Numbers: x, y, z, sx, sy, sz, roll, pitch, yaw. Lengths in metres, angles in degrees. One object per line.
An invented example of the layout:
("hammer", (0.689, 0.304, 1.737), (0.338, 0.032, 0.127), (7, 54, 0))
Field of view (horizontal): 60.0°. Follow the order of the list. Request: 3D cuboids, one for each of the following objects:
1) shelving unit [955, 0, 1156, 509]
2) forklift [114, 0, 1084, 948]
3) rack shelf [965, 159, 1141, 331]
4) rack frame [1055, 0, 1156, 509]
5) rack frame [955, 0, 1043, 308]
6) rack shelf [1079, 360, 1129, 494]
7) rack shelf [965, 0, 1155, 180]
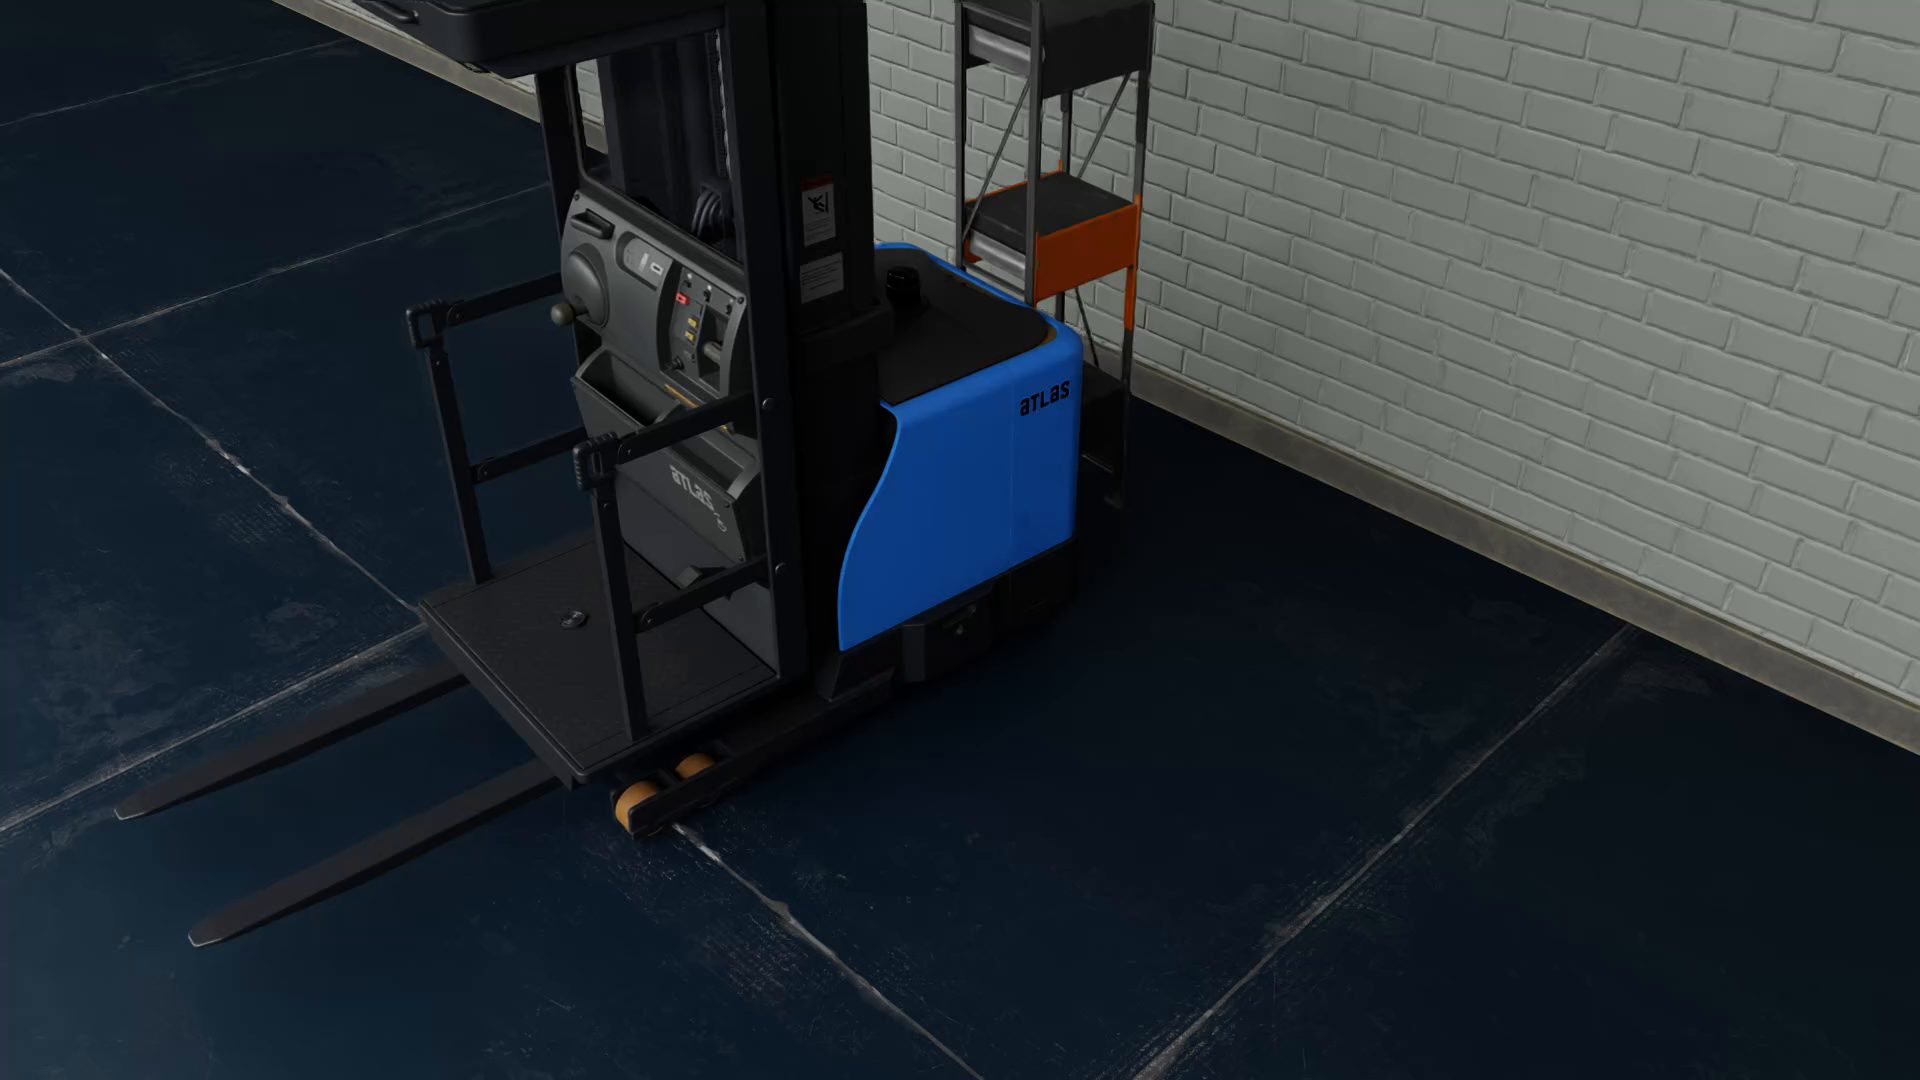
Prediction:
("shelving unit", (0.304, -0.980, 5.820), (0.503, 2.100, 0.431), (-25, 42, -32))
("forklift", (-1.043, -0.656, 4.628), (3.031, 2.935, 1.130), (-25, 42, -32))
("rack shelf", (0.304, -0.969, 5.828), (0.480, 0.518, 0.431), (-25, 42, -32))
("rack frame", (0.492, -1.069, 5.948), (0.015, 2.100, 0.400), (-25, 42, -32))
("rack frame", (0.116, -0.891, 5.692), (0.015, 2.100, 0.400), (-25, 42, -32))
("rack shelf", (0.304, -0.395, 6.228), (0.480, 0.518, 0.431), (-25, 42, -32))
("rack shelf", (0.304, -1.543, 5.427), (0.480, 0.518, 0.431), (-25, 42, -32))
